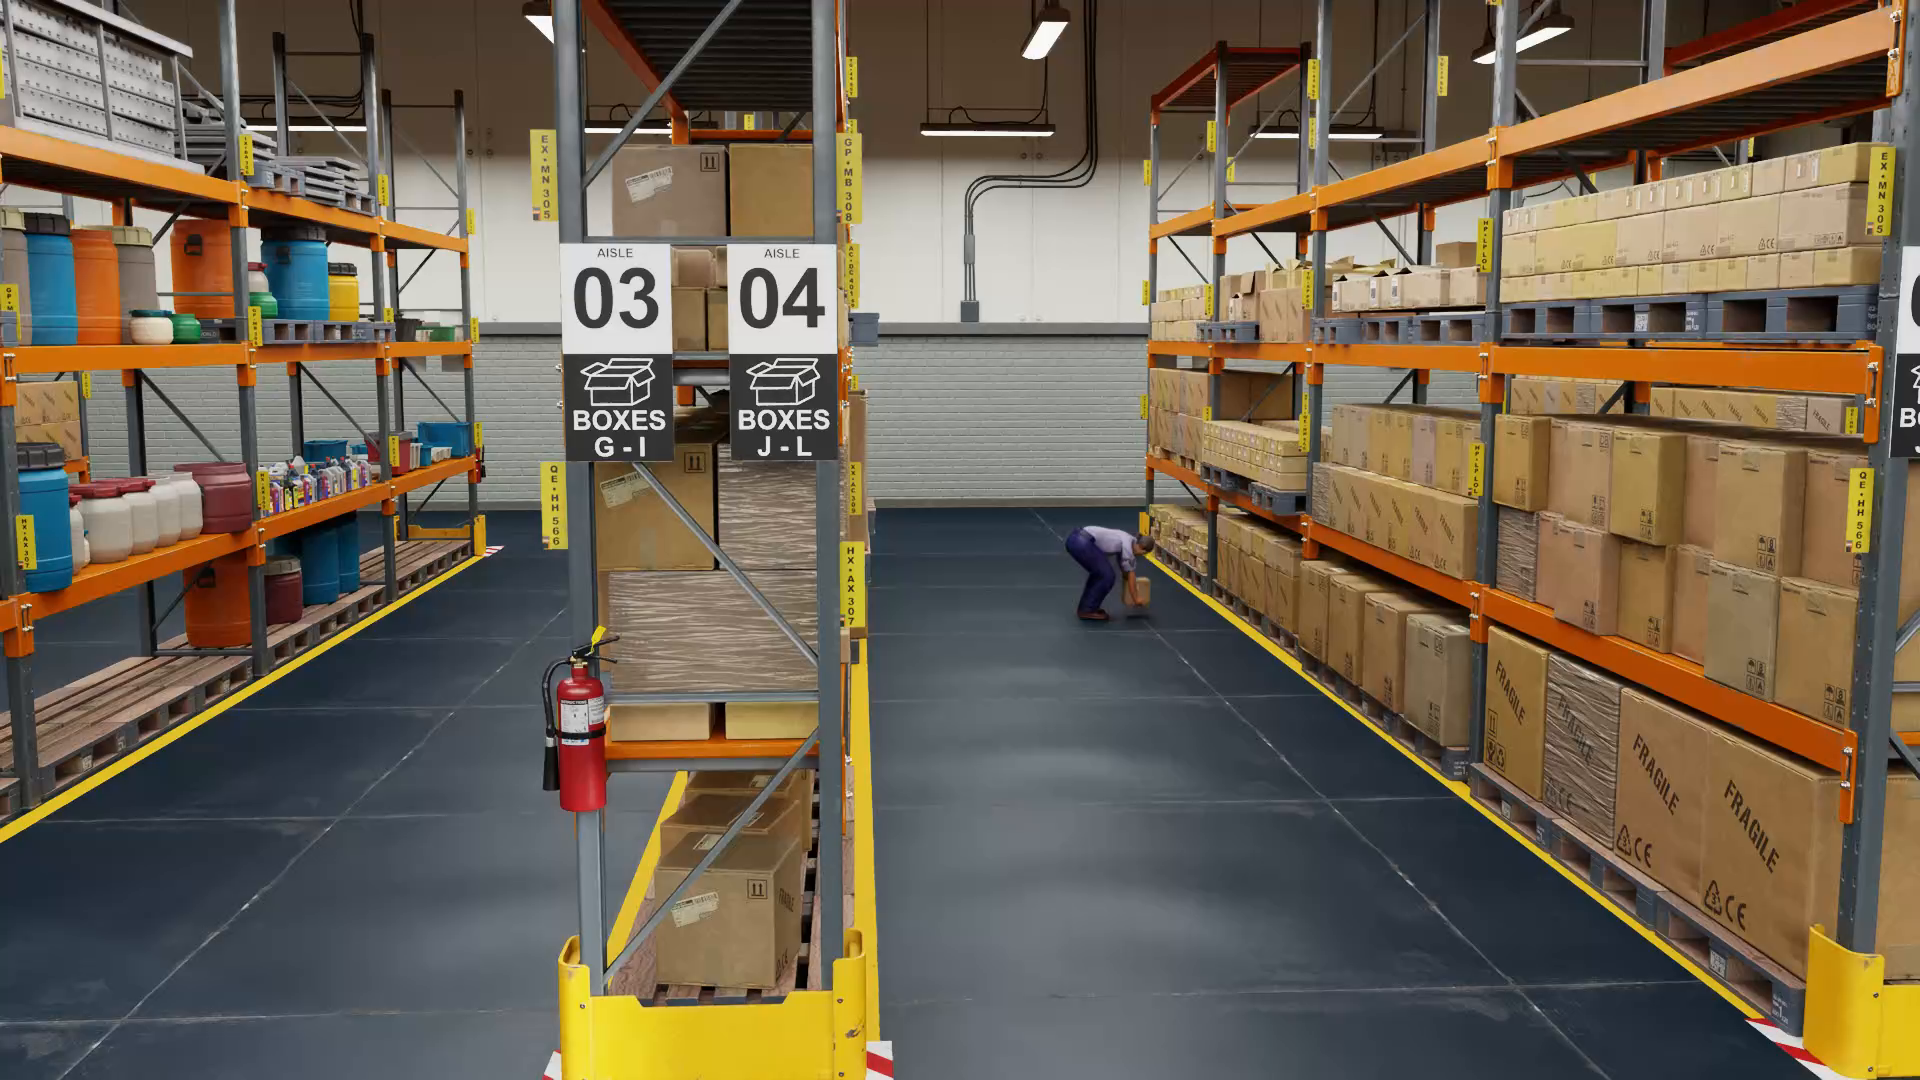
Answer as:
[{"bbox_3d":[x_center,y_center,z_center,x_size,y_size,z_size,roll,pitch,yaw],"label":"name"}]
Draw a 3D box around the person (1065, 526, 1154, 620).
[{"bbox_3d":[1.539,0.325,17.066,0.907,0.945,0.503,-1,7,-6],"label":"person"}]
